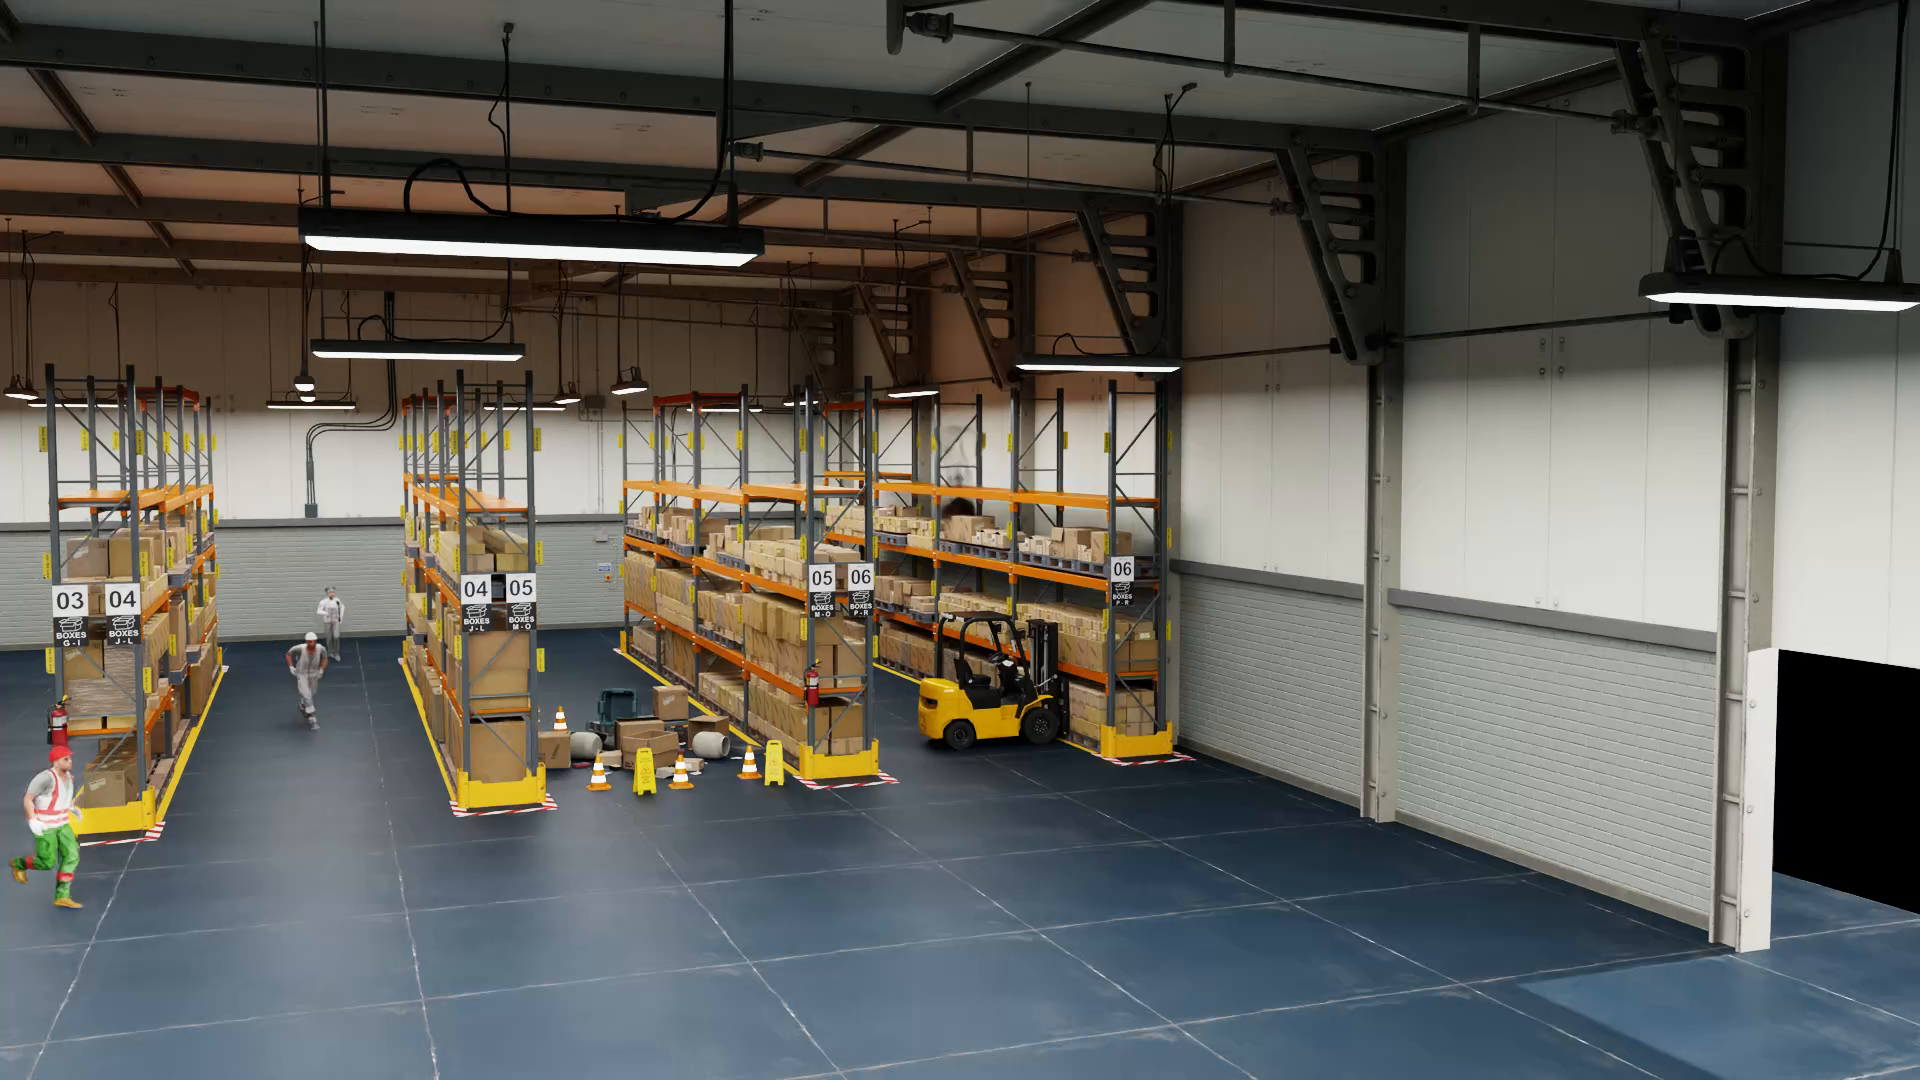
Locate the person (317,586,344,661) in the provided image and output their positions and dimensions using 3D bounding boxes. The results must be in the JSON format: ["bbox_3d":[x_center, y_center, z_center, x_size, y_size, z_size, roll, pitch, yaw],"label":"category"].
[{"bbox_3d":[-14.488,1.936,38.309,0.594,1.746,0.737,-1,4,-23],"label":"person"}]

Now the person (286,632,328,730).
[{"bbox_3d":[-11.530,2.453,29.334,0.691,1.729,1.056,-2,4,-32],"label":"person"}]

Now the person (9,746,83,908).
[{"bbox_3d":[-9.896,3.100,18.015,0.837,1.758,0.675,1,3,12],"label":"person"}]
